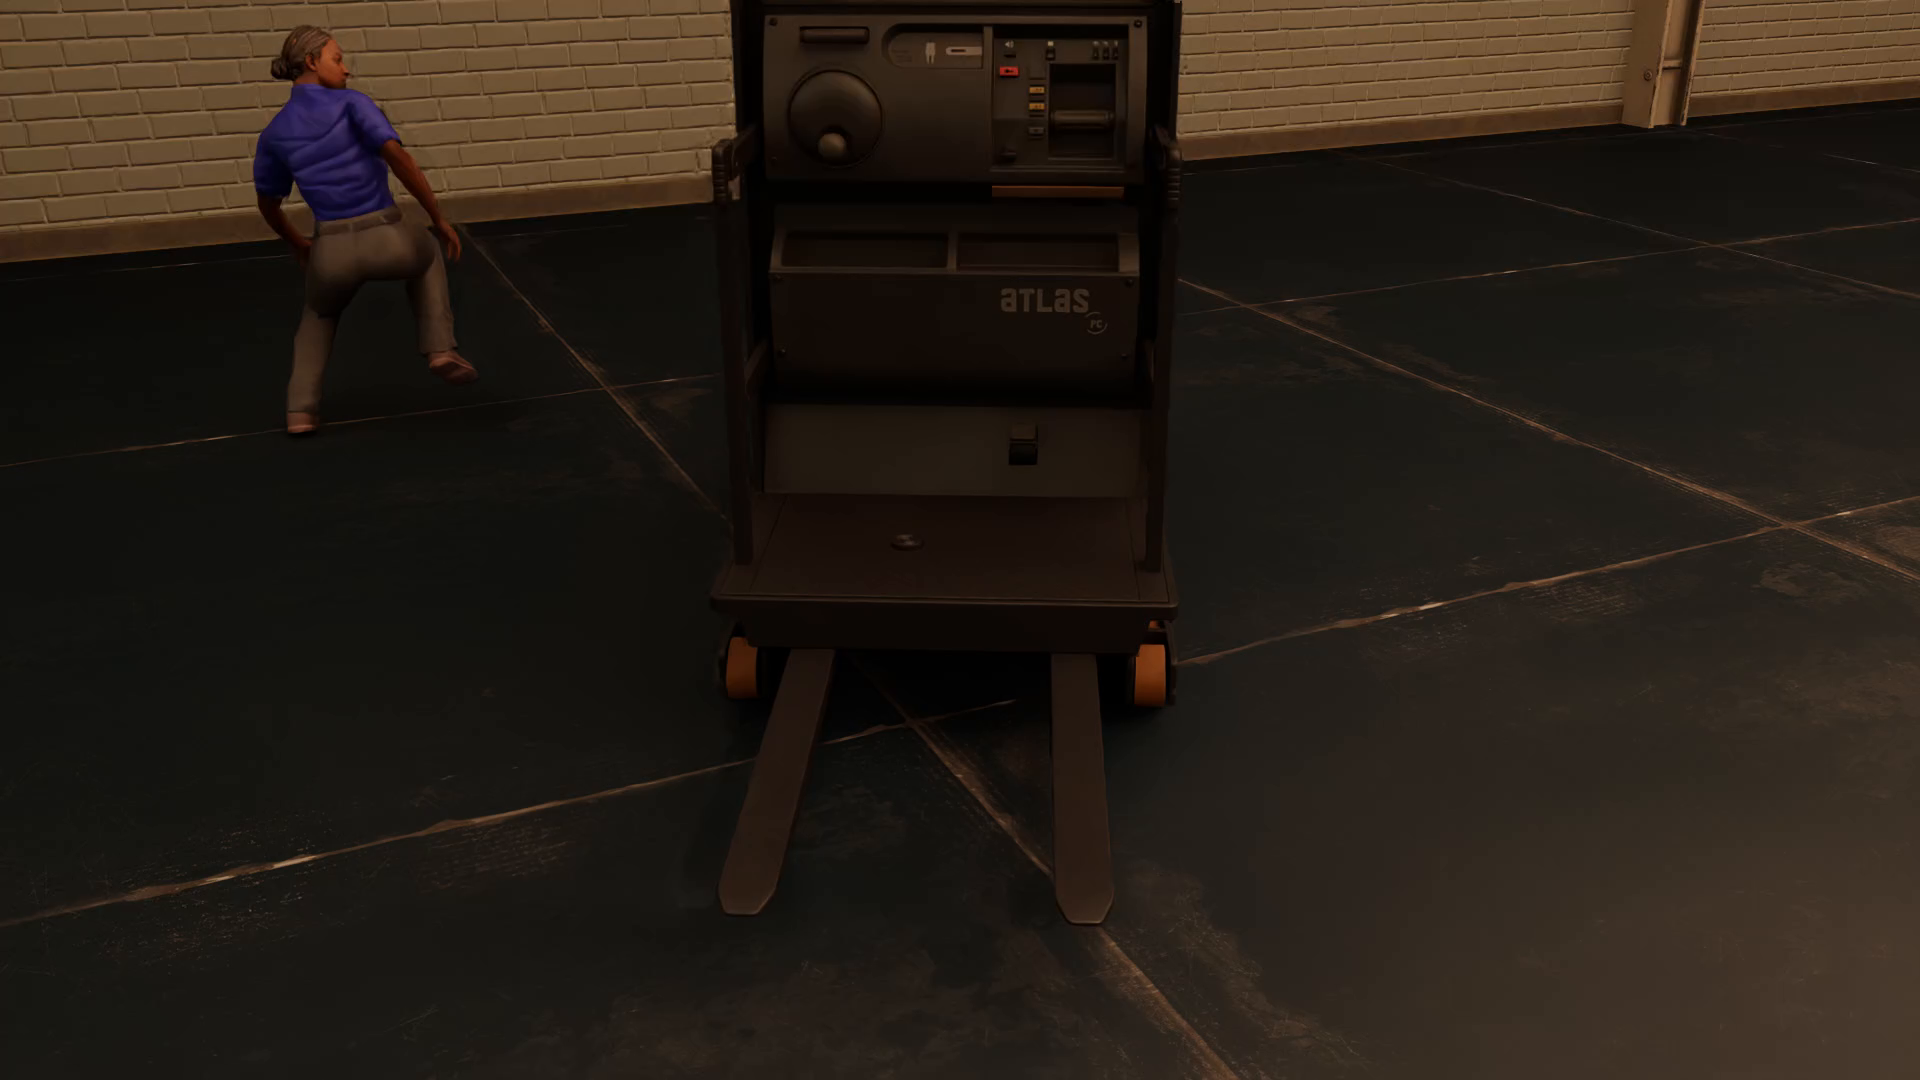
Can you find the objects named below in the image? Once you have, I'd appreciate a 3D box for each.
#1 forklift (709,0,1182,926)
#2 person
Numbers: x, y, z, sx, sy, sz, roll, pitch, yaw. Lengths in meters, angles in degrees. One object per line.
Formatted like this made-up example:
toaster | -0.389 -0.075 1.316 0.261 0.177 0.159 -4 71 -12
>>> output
forklift | -0.021 -1.062 3.843 1.130 2.935 3.031 1 23 2
person | -2.136 -1.099 5.969 0.722 1.432 0.626 -3 23 -7
